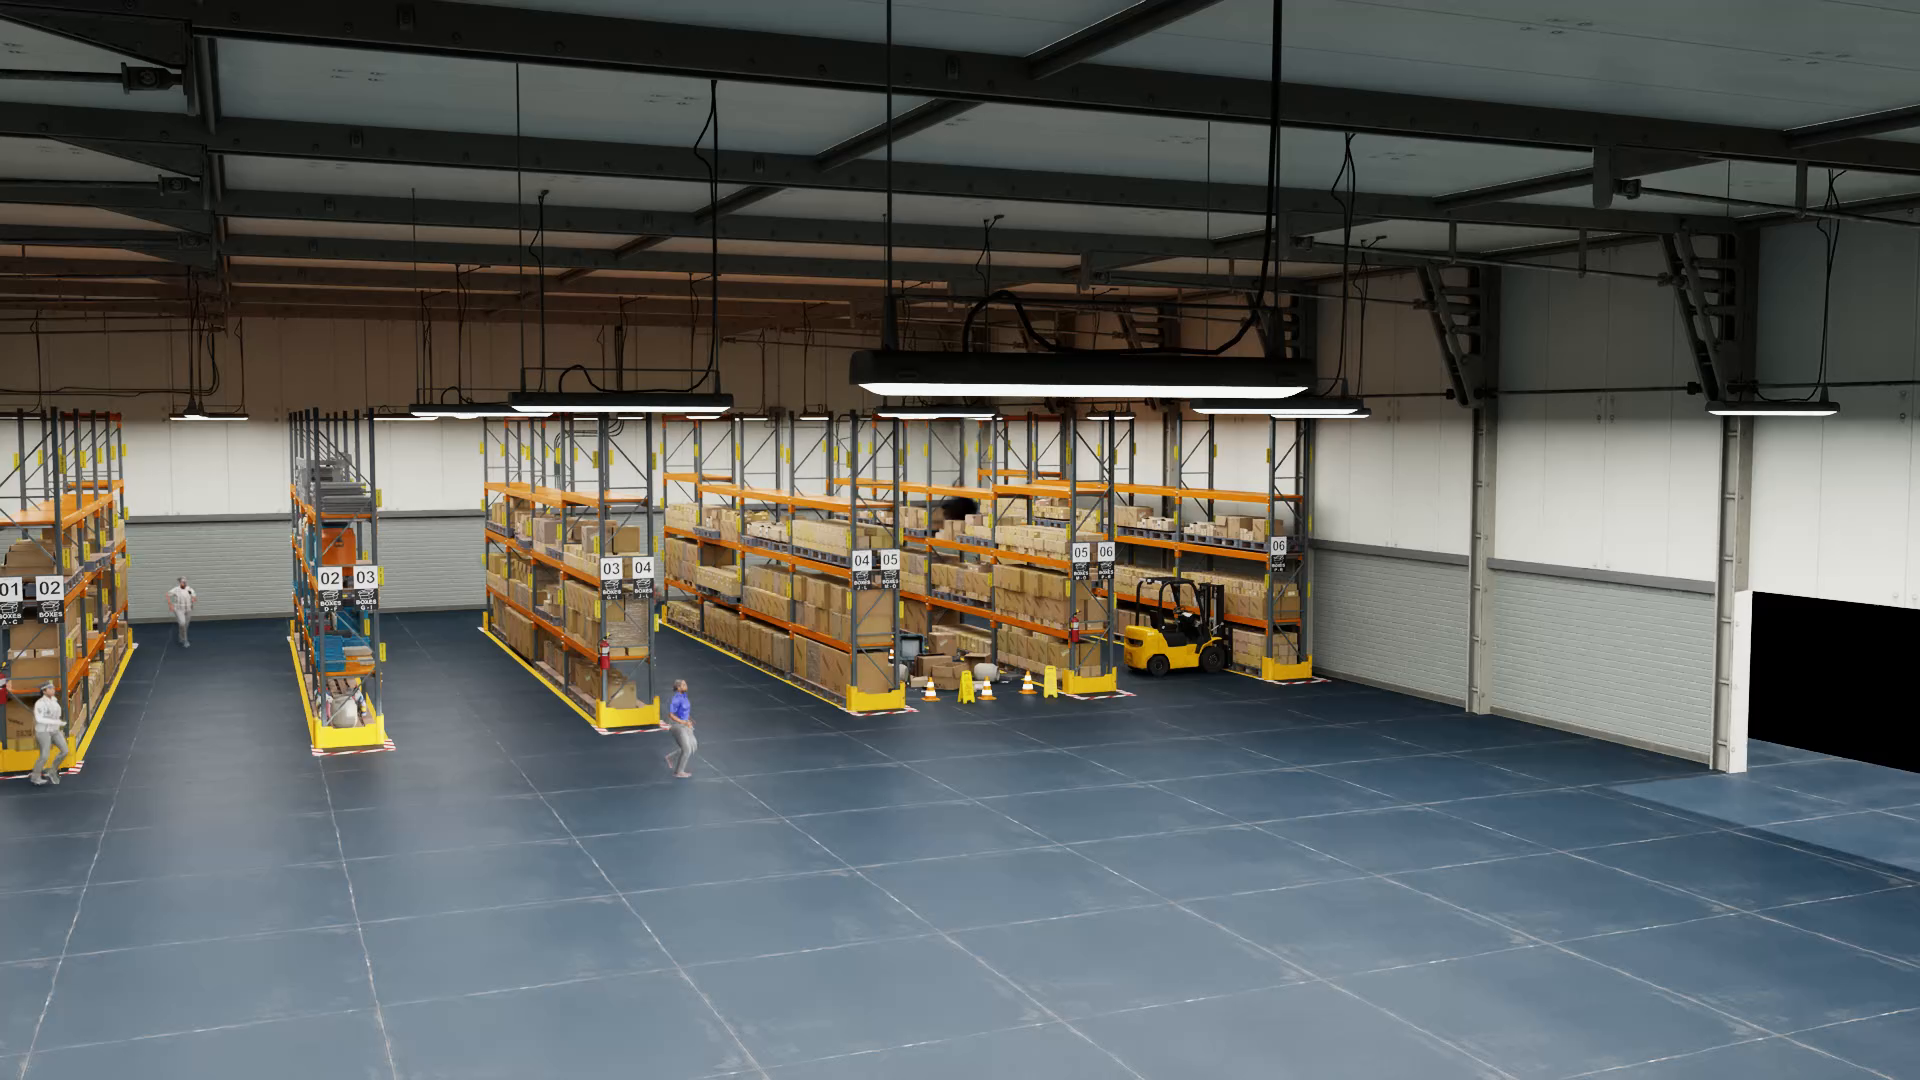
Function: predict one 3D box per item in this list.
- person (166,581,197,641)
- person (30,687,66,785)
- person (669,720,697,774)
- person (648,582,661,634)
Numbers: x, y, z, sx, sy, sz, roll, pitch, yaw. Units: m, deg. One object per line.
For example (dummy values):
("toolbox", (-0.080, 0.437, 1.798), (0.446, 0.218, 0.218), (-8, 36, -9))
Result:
("person", (-20.064, 1.775, 42.932), (0.795, 1.590, 0.671), (3, 5, 40))
("person", (-14.374, 3.077, 26.291), (0.671, 1.654, 0.631), (1, 4, 10))
("person", (-4.510, 3.320, 26.866), (0.464, 0.907, 0.377), (1, 4, 7))
("person", (-8.221, 1.723, 44.101), (0.620, 1.638, 0.705), (-1, 4, -20))
